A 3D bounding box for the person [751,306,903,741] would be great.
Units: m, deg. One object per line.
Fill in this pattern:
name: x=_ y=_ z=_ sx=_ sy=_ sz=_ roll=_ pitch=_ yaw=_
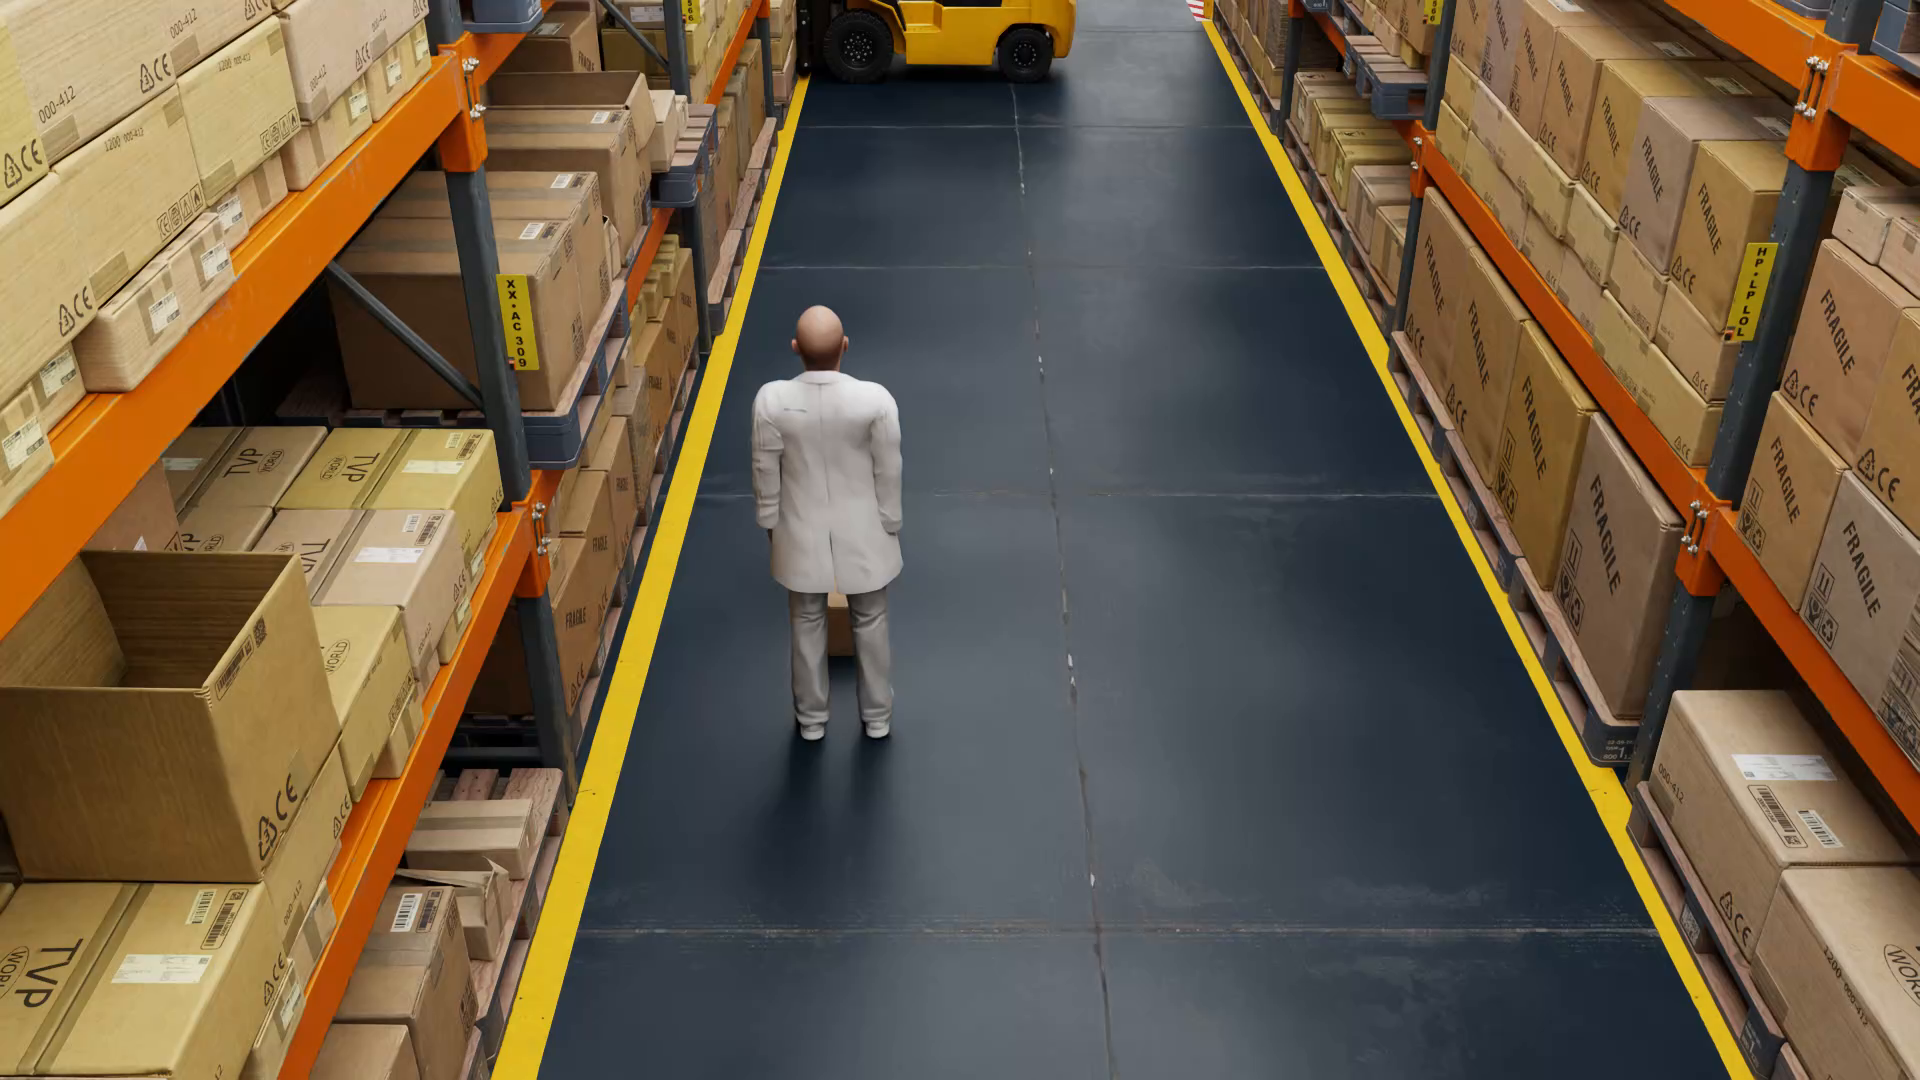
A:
person: x=-0.489 y=-0.060 z=6.248 sx=0.558 sy=1.779 sz=0.390 roll=0 pitch=31 yaw=0
